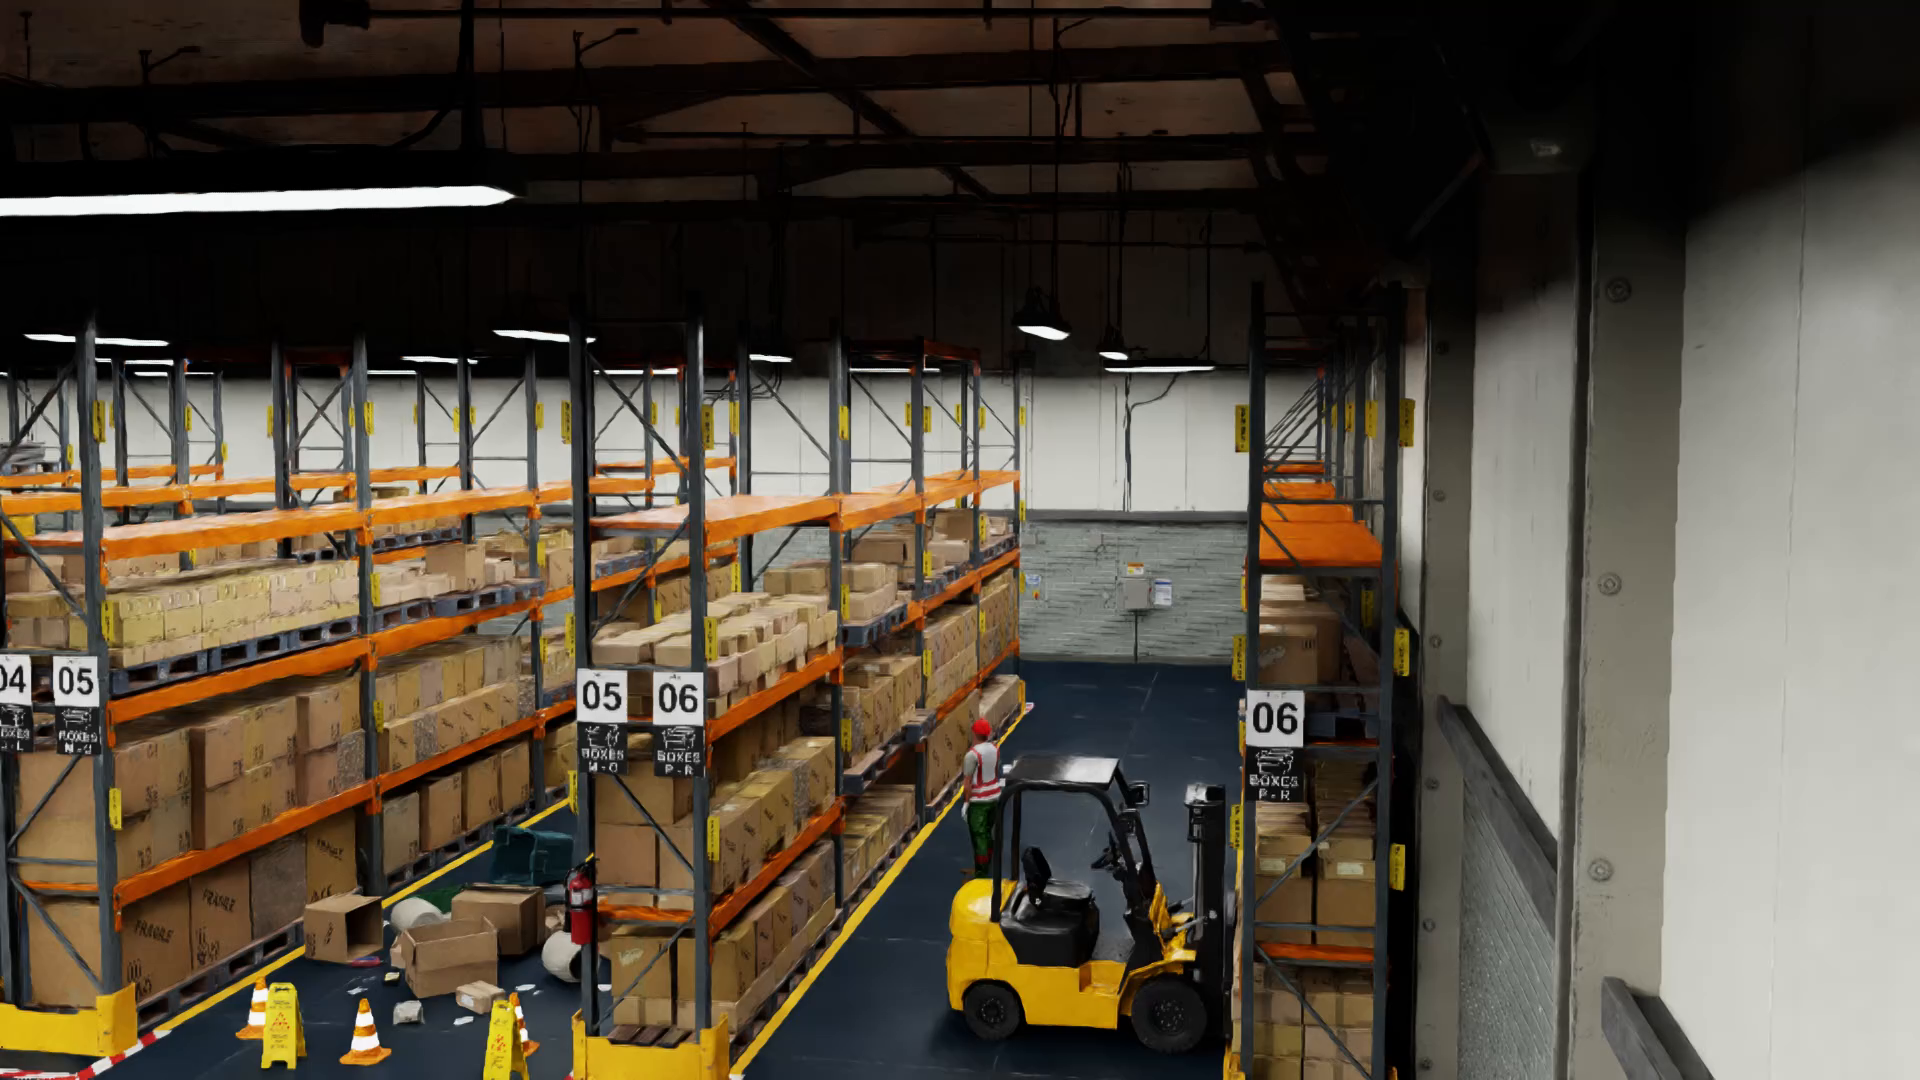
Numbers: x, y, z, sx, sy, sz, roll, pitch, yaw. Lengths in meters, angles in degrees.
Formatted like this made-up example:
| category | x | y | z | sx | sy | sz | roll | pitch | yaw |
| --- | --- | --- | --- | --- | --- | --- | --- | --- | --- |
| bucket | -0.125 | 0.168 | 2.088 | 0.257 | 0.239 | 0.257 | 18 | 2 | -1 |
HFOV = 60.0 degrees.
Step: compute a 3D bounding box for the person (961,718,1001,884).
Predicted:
| category | x | y | z | sx | sy | sz | roll | pitch | yaw |
| --- | --- | --- | --- | --- | --- | --- | --- | --- | --- |
| person | 0.178 | 2.811 | 17.979 | 0.494 | 1.786 | 0.606 | 4 | 6 | 41 |
